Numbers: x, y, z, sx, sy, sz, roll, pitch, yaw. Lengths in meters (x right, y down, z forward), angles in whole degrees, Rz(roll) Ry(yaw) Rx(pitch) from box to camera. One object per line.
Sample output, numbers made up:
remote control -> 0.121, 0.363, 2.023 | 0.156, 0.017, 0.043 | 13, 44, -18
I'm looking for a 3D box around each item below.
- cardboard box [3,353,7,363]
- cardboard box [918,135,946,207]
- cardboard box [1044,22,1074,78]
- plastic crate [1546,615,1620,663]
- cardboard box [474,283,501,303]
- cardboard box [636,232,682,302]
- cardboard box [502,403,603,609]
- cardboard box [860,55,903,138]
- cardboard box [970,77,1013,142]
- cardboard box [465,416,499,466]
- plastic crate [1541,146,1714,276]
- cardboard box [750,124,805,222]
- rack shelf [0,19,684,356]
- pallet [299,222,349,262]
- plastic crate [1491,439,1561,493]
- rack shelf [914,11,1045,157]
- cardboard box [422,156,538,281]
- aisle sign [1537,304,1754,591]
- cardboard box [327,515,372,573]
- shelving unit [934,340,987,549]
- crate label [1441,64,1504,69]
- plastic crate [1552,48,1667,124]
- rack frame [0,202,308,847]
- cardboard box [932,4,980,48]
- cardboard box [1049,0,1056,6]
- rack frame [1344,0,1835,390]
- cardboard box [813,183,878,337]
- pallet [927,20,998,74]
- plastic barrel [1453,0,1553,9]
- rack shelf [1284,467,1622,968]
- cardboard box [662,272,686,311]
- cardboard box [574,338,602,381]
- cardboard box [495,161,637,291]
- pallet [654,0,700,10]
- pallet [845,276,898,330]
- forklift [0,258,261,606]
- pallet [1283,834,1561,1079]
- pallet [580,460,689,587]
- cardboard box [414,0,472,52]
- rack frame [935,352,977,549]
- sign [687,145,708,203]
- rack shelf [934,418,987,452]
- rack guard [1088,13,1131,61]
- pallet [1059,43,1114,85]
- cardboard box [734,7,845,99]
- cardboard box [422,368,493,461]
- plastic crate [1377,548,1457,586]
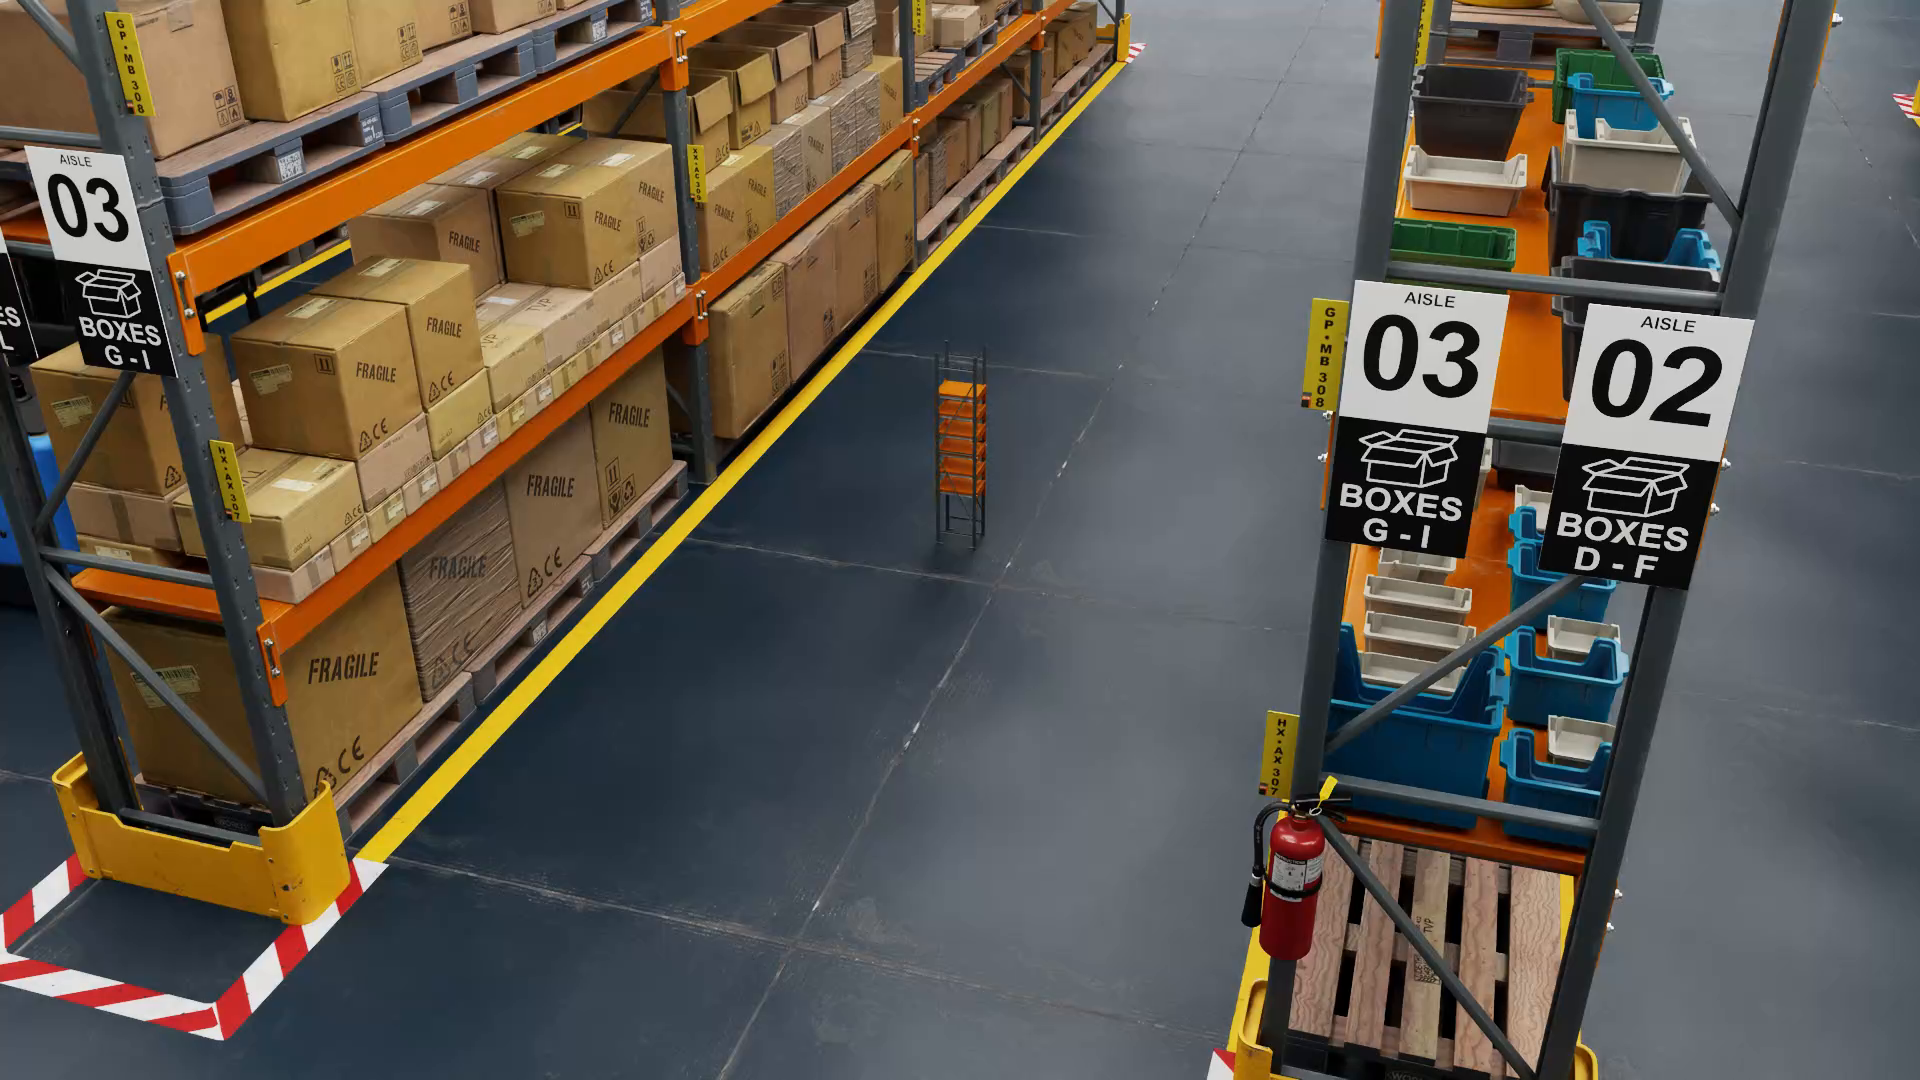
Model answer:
cardboard box -> -6.588, -1.243, 11.093 | 0.380, 0.149, 0.250 | 7, 30, 12
cardboard box -> -0.517, -3.272, 14.665 | 0.700, 0.500, 0.500 | 6, 30, 11
cardboard box -> 0.959, -5.549, 18.778 | 0.500, 0.500, 0.500 | 11, 31, 20
plastic crate -> 2.301, 0.395, 6.164 | 0.250, 0.136, 0.298 | 8, 30, 15
cardboard box -> -2.705, -1.151, 8.582 | 0.500, 0.250, 0.500 | 9, 30, 16
cardboard box -> -1.898, -1.561, 9.320 | 0.500, 0.250, 0.500 | 8, 30, 14
cardboard box -> -2.554, -0.281, 8.923 | 0.875, 0.875, 0.875 | 8, 30, 15
cardboard box -> -0.754, -3.377, 12.633 | 0.500, 0.500, 0.500 | 9, 30, 16
cardboard box -> 0.128, -4.275, 16.468 | 0.700, 0.500, 0.500 | 6, 30, 11
cardboard box -> -2.399, -0.487, 7.798 | 0.380, 0.149, 0.250 | 8, 30, 14
plastic crate -> 2.252, -1.128, 5.671 | 0.504, 0.338, 0.767 | 8, 30, 15
cardboard box -> -1.352, -2.428, 10.926 | 0.500, 0.500, 0.500 | 8, 30, 14
rack shelf -> -2.607, -1.807, 7.566 | 1.077, 0.370, 4.000 | 8, 30, 15
pallet -> -5.788, -2.772, 14.515 | 1.003, 0.211, 1.213 | 8, 30, 15
plastic crate -> 2.643, -0.380, 7.569 | 0.437, 0.125, 0.590 | 8, 30, 15
rack shelf -> -0.258, -4.214, 14.979 | 1.077, 0.370, 4.000 | 8, 30, 15
cardboard box -> -2.557, -1.718, 8.829 | 0.500, 0.500, 0.500 | 8, 30, 15
aisle sign -> 1.804, -0.234, 4.411 | 0.394, 0.787, 0.004 | 8, 30, 15
cardboard box -> -2.700, -0.008, 6.938 | 0.380, 0.149, 0.250 | 8, 30, 14
shelving unit -> 0.004, -0.531, 9.470 | 0.258, 1.200, 0.189 | 8, 30, 15
crate label -> 2.295, -2.042, 7.521 | 0.293, 0.136, 0.466 | 8, 30, 15
plastic crate -> 2.880, -2.011, 7.412 | 0.450, 0.188, 0.662 | 8, 30, 15
rack frame -> -3.194, 0.119, 6.450 | 1.000, 3.000, 0.127 | 8, 30, 15
cardboard box -> -0.134, -4.463, 14.409 | 0.500, 0.250, 0.500 | 8, 30, 13
cardboard box -> 0.765, -5.519, 16.844 | 0.380, 0.149, 0.250 | 8, 30, 15
rack frame -> 1.541, -1.796, 3.721 | 1.000, 3.000, 0.127 | 8, 30, 15
cardboard box -> -1.337, -2.123, 12.234 | 1.225, 0.875, 0.875 | 9, 30, 15
pallet -> -0.304, -4.440, 14.844 | 1.003, 0.211, 1.213 | 8, 30, 15
plastic barrel -> 2.789, -3.063, 8.459 | 0.600, 0.588, 0.600 | 0, 29, 0
rack shelf -> 2.128, 0.211, 7.025 | 1.077, 0.370, 4.000 | 8, 30, 15
cardboard box -> -1.796, -1.441, 9.514 | 0.380, 0.149, 0.250 | 9, 30, 15
cardboard box -> -2.098, -0.963, 8.654 | 0.380, 0.149, 0.250 | 9, 30, 16
cardboard box -> -2.050, -1.648, 8.703 | 0.500, 0.500, 0.500 | 9, 30, 15
pallet -> -1.798, -3.400, 9.887 | 0.805, 0.209, 1.217 | 7, 30, 13
pallet -> -1.149, -2.024, 13.172 | 1.003, 0.211, 1.213 | 8, 30, 15
forklift -> -4.741, -1.592, 9.596 | 1.130, 2.935, 3.031 | 7, 30, 12
pallet -> 1.820, 1.667, 6.536 | 1.003, 0.211, 1.213 | 8, 30, 15
pallet -> -2.318, -0.179, 9.854 | 1.003, 0.211, 1.213 | 8, 30, 15
cardboard box -> -2.643, -2.477, 7.394 | 0.700, 0.500, 0.500 | 10, 31, 17
rack frame -> -0.023, -0.489, 9.394 | 0.240, 1.200, 0.006 | 8, 30, 15
sign -> -1.489, -2.074, 9.421 | 0.100, 0.325, 0.005 | 8, 30, 15
rack shelf -> 0.004, -0.597, 9.434 | 0.258, 0.103, 0.180 | 8, 30, 15
rack guard -> 1.480, -6.189, 20.360 | 1.175, 0.500, 0.348 | 8, 30, 15
pallet -> 1.208, -5.690, 19.761 | 1.003, 0.211, 1.213 | 8, 30, 15
cardboard box -> -1.270, -3.441, 11.715 | 0.797, 0.503, 0.637 | 9, 30, 16
cardboard box -> -2.498, -0.605, 7.601 | 0.500, 0.250, 0.500 | 7, 30, 13
plastic crate -> 1.834, 0.104, 6.686 | 0.298, 0.136, 0.250 | 8, 30, 15
